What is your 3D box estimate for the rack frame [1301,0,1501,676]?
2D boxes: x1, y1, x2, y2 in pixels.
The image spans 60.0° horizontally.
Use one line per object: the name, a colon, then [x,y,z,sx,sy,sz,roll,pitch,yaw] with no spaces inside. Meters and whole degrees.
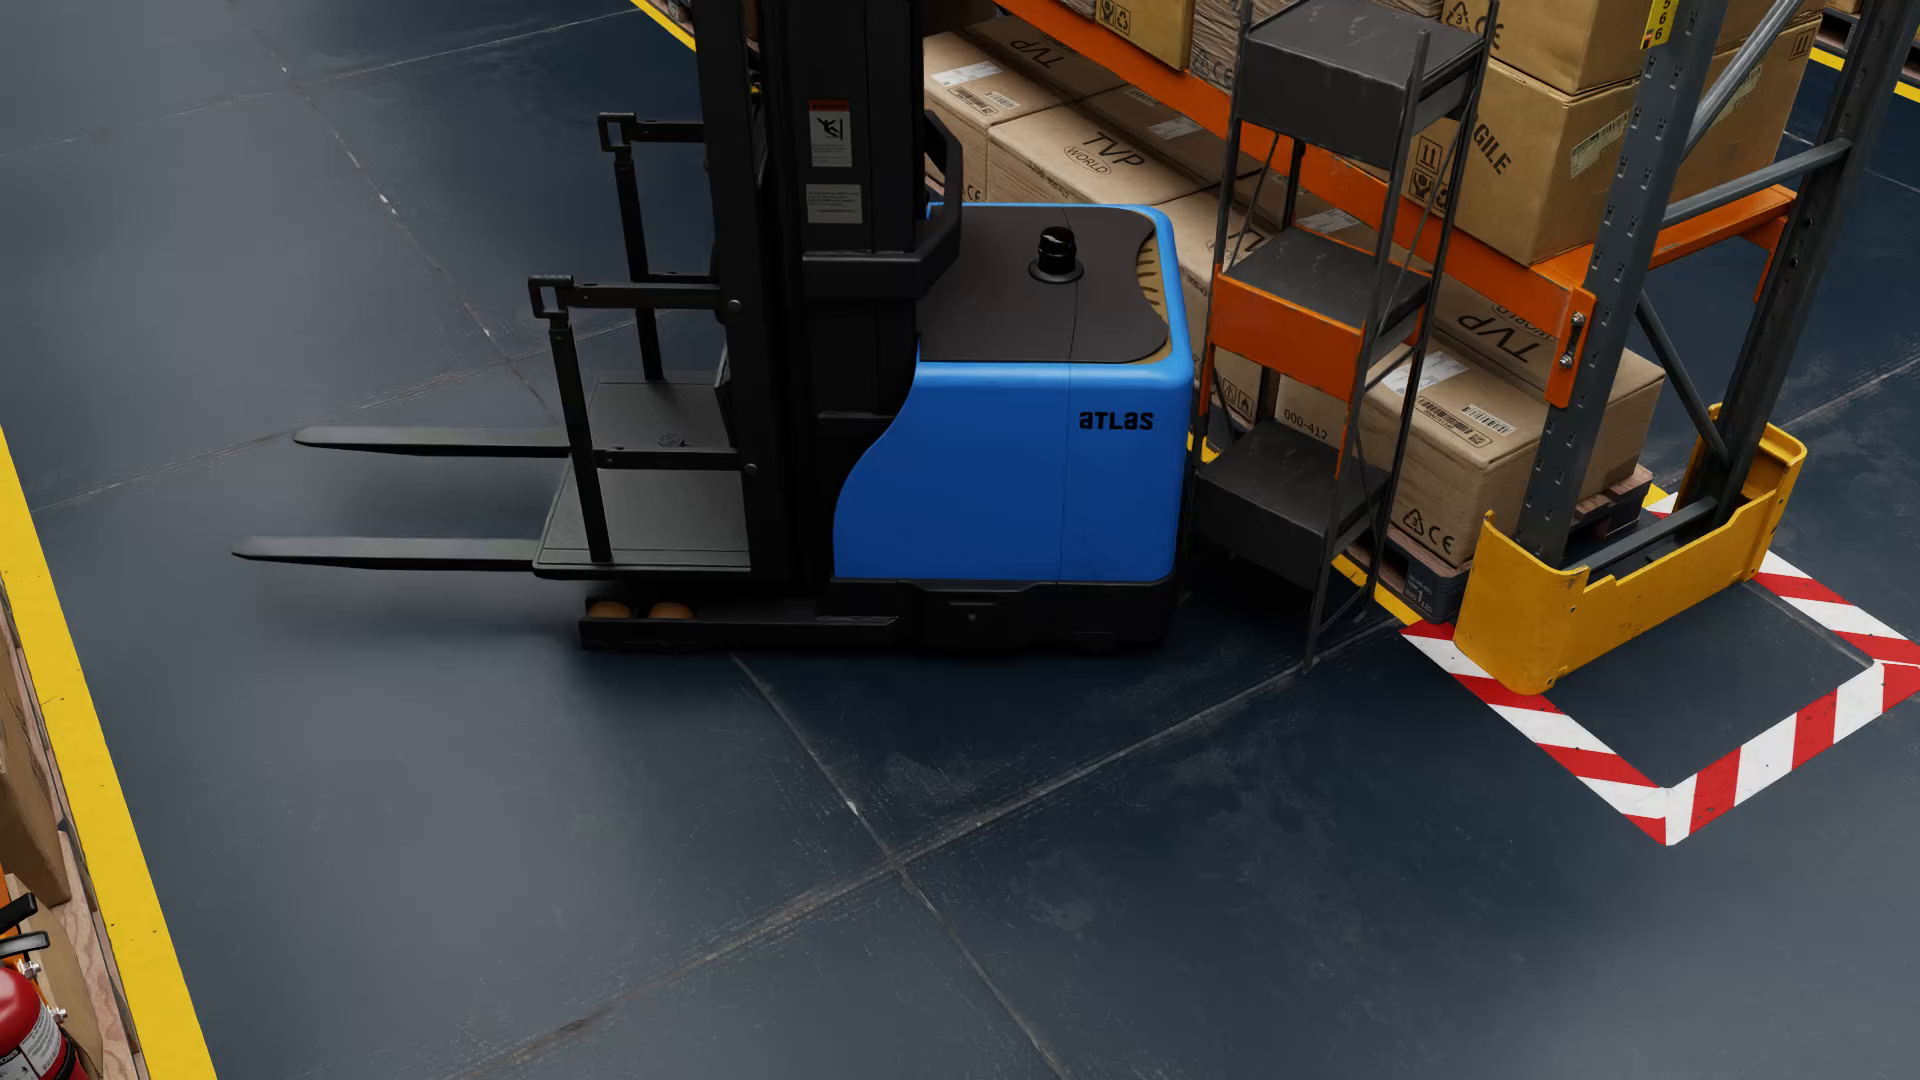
rack frame: [1.213,-0.478,4.684,0.015,2.100,0.400,29,48,30]

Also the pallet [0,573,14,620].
pallet: [-3.830,0.036,5.542,1.003,0.211,1.213,-22,45,-24]

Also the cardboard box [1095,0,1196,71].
cardboard box: [0.823,-1.990,5.717,0.500,0.500,0.500,-21,44,-23]

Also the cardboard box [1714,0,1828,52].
cardboard box: [2.118,-1.738,4.633,0.500,0.500,0.500,-23,45,-25]

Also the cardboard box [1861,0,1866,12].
cardboard box: [4.967,-2.833,8.705,0.380,0.149,0.250,-21,44,-23]

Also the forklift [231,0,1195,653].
forklift: [-0.827,-1.104,4.786,3.031,2.935,1.130,1,40,1]

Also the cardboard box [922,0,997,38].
cardboard box: [-0.416,-2.769,8.062,0.875,0.875,0.875,-21,44,-23]

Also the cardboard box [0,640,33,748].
cardboard box: [-2.923,0.394,4.558,0.500,0.500,0.500,-21,44,-24]

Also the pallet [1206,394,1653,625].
pallet: [1.640,-0.291,5.935,1.003,0.211,1.213,-22,45,-24]

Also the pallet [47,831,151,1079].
pallet: [-2.518,1.353,3.962,1.003,0.211,1.213,-22,45,-24]

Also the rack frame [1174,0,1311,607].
rack frame: [0.845,-0.683,4.930,0.015,2.100,0.400,29,48,30]

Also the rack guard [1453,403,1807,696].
rack guard: [2.149,0.015,5.341,1.175,0.500,0.348,-22,45,-24]

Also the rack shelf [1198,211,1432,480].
rack shelf: [1.029,-0.570,4.815,0.480,0.518,0.431,29,48,30]

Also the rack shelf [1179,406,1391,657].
rack shelf: [1.029,-0.033,5.264,0.480,0.518,0.431,29,48,30]

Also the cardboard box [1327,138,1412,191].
cardboard box: [1.396,-1.442,5.059,0.500,0.500,0.500,-23,45,-25]

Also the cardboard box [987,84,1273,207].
cardboard box: [0.714,-1.435,6.803,0.875,0.438,0.875,-24,45,-26]

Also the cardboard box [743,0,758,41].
cardboard box: [-0.908,-3.254,8.644,0.875,0.875,0.875,-21,44,-23]

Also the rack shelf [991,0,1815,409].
rack shelf: [1.060,-1.761,6.082,1.077,0.370,4.000,-22,45,-24]

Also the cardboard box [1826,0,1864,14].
cardboard box: [4.761,-2.948,8.844,0.380,0.149,0.250,-23,45,-26]

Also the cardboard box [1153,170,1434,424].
cardboard box: [1.197,-0.948,6.218,0.875,0.438,0.875,-21,44,-23]

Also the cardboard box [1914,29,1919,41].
cardboard box: [5.039,-2.670,8.510,0.380,0.149,0.250,-21,44,-24]

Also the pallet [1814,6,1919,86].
pallet: [5.155,-2.795,8.939,1.003,0.211,1.213,-22,45,-24]

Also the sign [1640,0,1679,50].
sign: [1.671,-1.314,3.895,0.100,0.325,0.005,-22,45,-24]

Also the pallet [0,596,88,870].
pallet: [-3.170,0.695,4.751,1.003,0.211,1.213,-22,45,-24]

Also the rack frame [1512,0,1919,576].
rack frame: [2.136,-0.958,4.556,1.000,3.000,0.127,-22,45,-24]

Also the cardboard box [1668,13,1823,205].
cardboard box: [2.120,-1.354,4.954,0.500,0.500,0.500,-23,45,-25]

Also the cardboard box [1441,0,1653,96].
cardboard box: [1.676,-1.559,4.418,0.500,0.500,0.500,-21,44,-23]

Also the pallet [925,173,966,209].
pallet: [0.328,-1.608,7.515,1.003,0.211,1.213,-22,45,-24]

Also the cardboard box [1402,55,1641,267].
cardboard box: [1.653,-1.166,4.728,0.500,0.500,0.500,-22,45,-24]

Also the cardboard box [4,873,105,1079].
cardboard box: [-2.296,1.188,3.604,0.797,0.503,0.637,-24,45,-26]

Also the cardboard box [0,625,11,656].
cardboard box: [-3.281,0.154,4.847,0.700,0.500,0.500,-24,45,-26]

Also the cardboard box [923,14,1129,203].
cardboard box: [0.232,-1.918,7.382,0.875,0.438,0.875,-23,45,-25]

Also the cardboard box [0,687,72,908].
cardboard box: [-2.723,0.714,4.174,0.700,0.500,0.500,-20,44,-23]

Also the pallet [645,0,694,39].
pallet: [-1.154,-3.095,9.300,1.003,0.211,1.213,-22,45,-24]

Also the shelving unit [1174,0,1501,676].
shelving unit: [1.029,-0.581,4.807,0.503,2.100,0.431,29,48,30]

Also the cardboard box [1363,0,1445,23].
cardboard box: [1.370,-1.831,4.745,0.500,0.500,0.500,-22,45,-24]

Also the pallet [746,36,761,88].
pallet: [-0.493,-2.436,8.509,1.003,0.211,1.213,-22,45,-24]

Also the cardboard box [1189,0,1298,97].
cardboard box: [1.111,-1.716,5.388,0.500,0.500,0.500,-21,44,-23]

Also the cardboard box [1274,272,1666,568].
cardboard box: [1.697,-0.457,5.628,0.875,0.438,0.875,-24,45,-26]

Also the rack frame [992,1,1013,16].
rack frame: [-0.015,-3.117,7.147,1.000,3.000,0.127,-22,45,-24]

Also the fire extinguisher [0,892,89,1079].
fire extinguisher: [-1.579,0.846,2.743,0.296,0.674,0.183,-22,45,-24]

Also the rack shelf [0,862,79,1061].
rack shelf: [-3.123,-0.050,4.029,1.077,0.370,4.000,-22,45,-24]

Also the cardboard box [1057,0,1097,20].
cardboard box: [0.546,-2.268,6.051,0.500,0.500,0.500,-22,45,-24]

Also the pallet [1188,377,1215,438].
pallet: [0.988,-0.949,6.724,1.003,0.211,1.213,-22,45,-24]

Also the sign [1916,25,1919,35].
sign: [2.607,-1.509,4.479,0.100,0.325,0.005,-22,45,-24]

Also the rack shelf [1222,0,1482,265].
rack shelf: [1.029,-1.108,4.367,0.480,0.518,0.431,29,48,30]
